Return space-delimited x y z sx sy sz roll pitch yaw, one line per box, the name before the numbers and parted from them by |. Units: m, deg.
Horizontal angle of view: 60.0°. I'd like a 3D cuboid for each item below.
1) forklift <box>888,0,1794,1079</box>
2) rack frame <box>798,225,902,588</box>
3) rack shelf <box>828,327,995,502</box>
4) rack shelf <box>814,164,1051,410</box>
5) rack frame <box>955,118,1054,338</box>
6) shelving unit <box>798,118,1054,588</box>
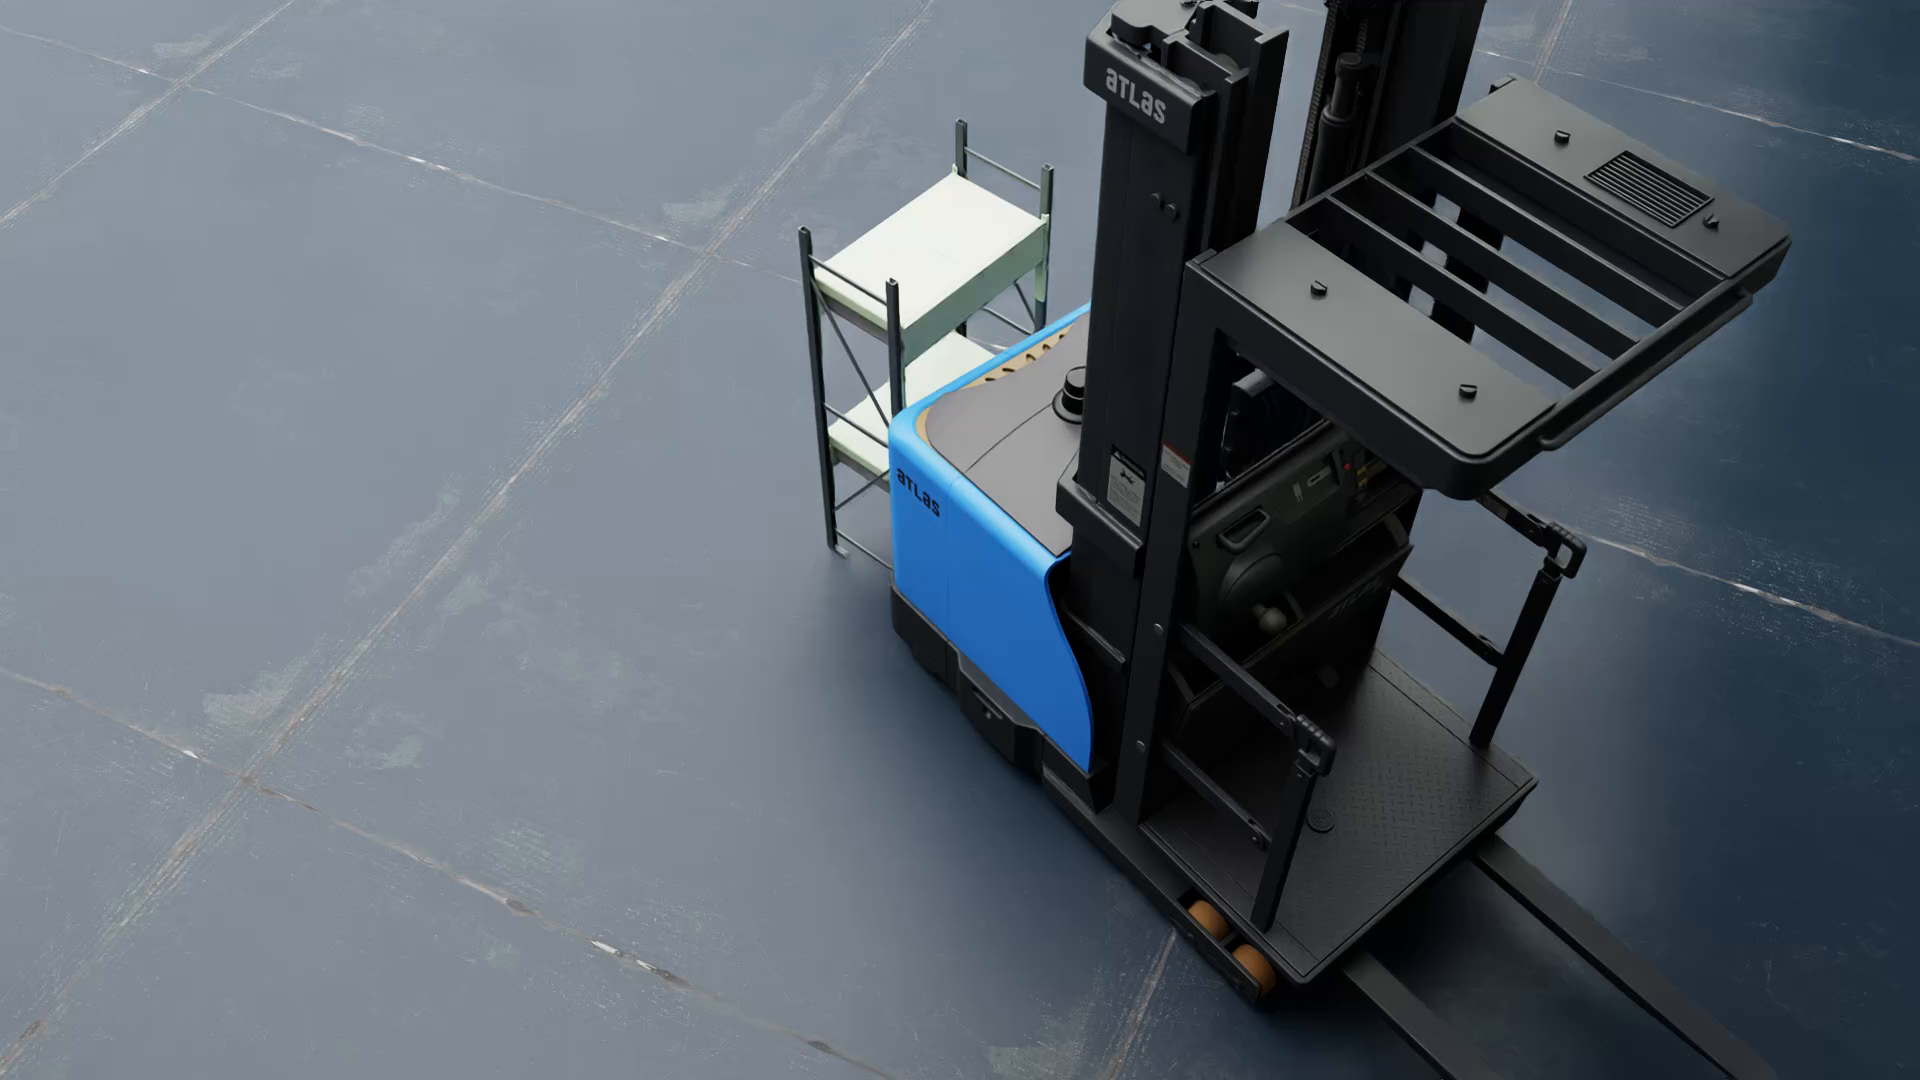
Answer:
forklift | 1.084 0.003 4.323 1.130 2.935 3.031 -32 57 -24
rack frame | -0.340 -0.374 5.583 0.400 1.500 0.023 34 57 25
rack shelf | -0.099 -0.373 6.010 0.431 0.370 0.720 34 57 25
rack shelf | -0.099 -0.837 5.465 0.431 0.370 0.720 34 57 25
rack frame | 0.142 -0.794 5.941 0.400 1.500 0.023 34 57 25
shelving unit | -0.099 -0.584 5.762 0.431 1.500 0.755 34 57 25
